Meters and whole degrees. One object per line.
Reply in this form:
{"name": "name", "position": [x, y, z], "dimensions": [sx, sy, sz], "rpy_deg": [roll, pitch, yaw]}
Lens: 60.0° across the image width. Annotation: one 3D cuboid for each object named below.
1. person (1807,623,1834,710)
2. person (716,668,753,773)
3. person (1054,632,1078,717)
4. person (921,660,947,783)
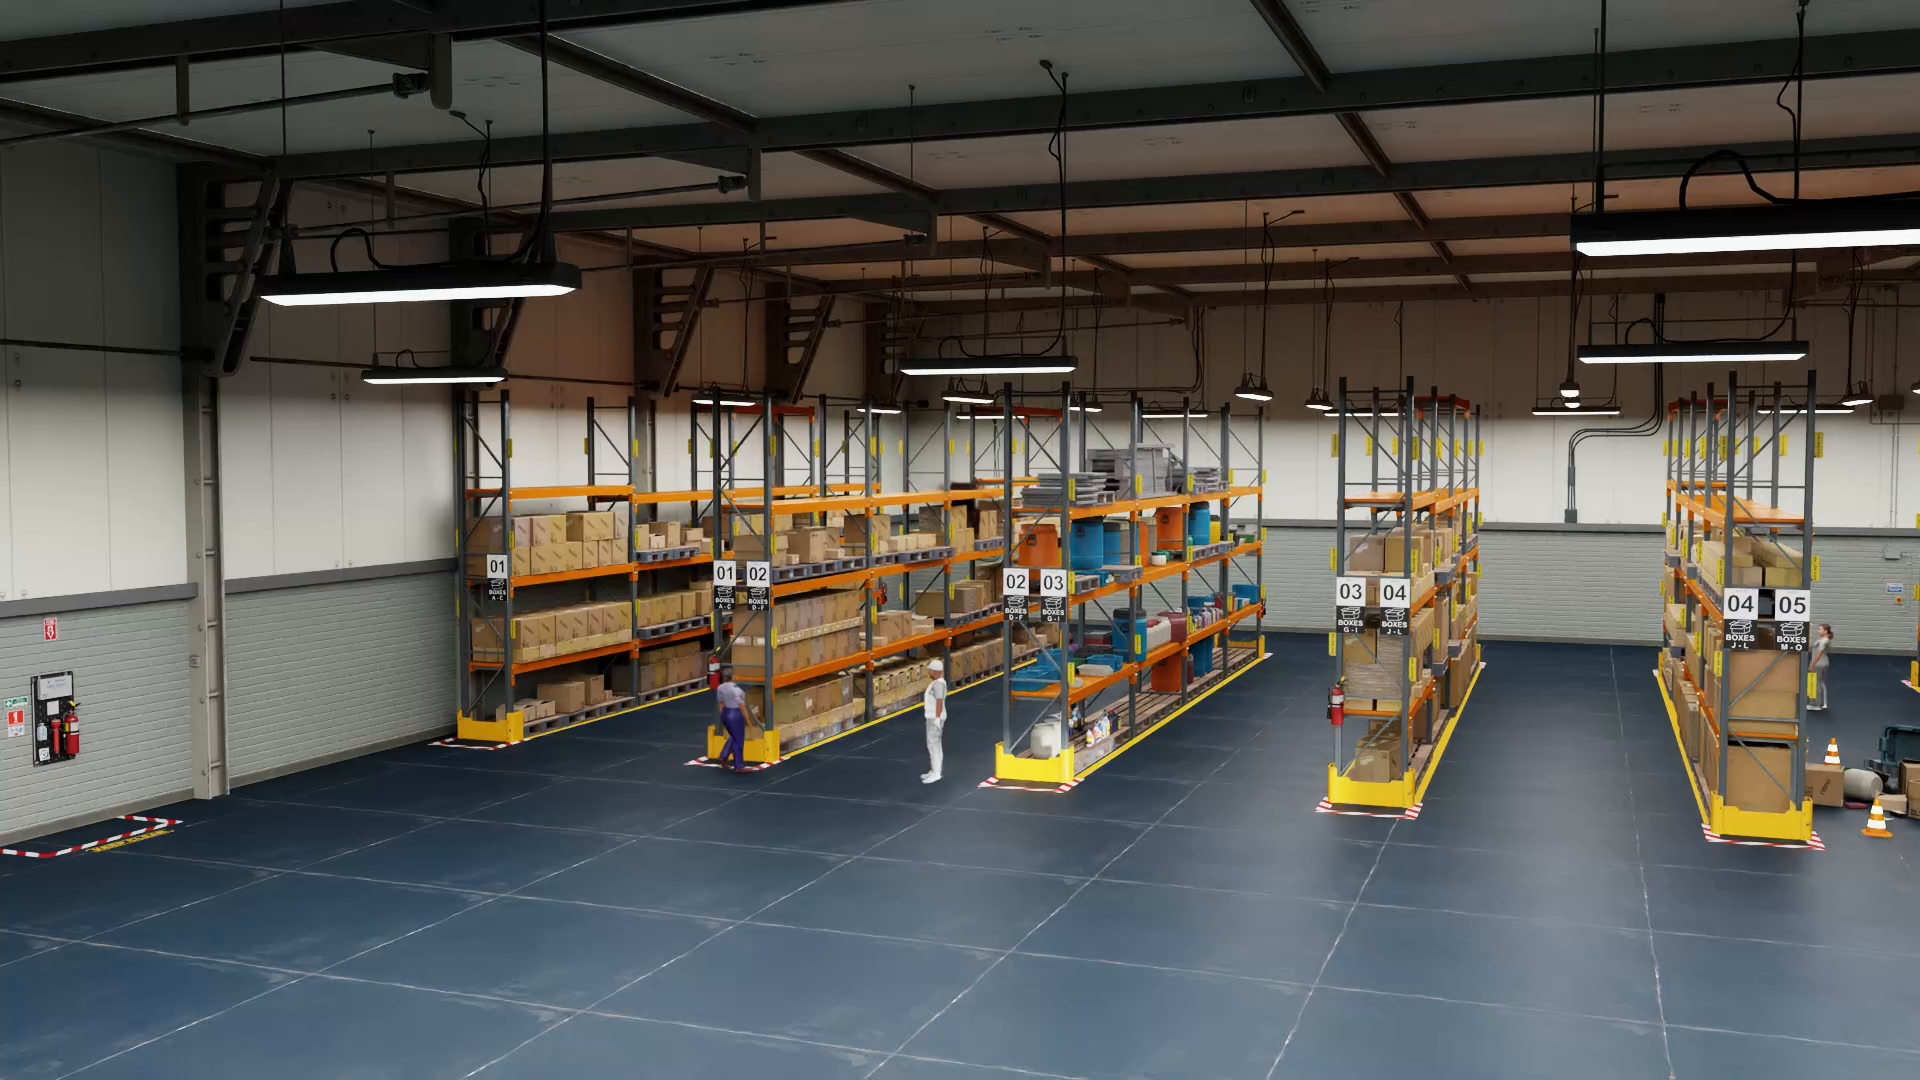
{"name": "person", "position": [16.380, 2.436, 31.713], "dimensions": [0.521, 1.709, 0.478], "rpy_deg": [-2, 4, -36]}
{"name": "person", "position": [-3.485, 2.774, 25.677], "dimensions": [0.492, 1.637, 0.557], "rpy_deg": [-2, 4, -35]}
{"name": "person", "position": [1.977, 2.504, 30.973], "dimensions": [0.417, 1.604, 0.492], "rpy_deg": [1, 3, 15]}
{"name": "person", "position": [-0.400, 2.729, 25.145], "dimensions": [0.395, 1.818, 0.626], "rpy_deg": [0, 3, 0]}
